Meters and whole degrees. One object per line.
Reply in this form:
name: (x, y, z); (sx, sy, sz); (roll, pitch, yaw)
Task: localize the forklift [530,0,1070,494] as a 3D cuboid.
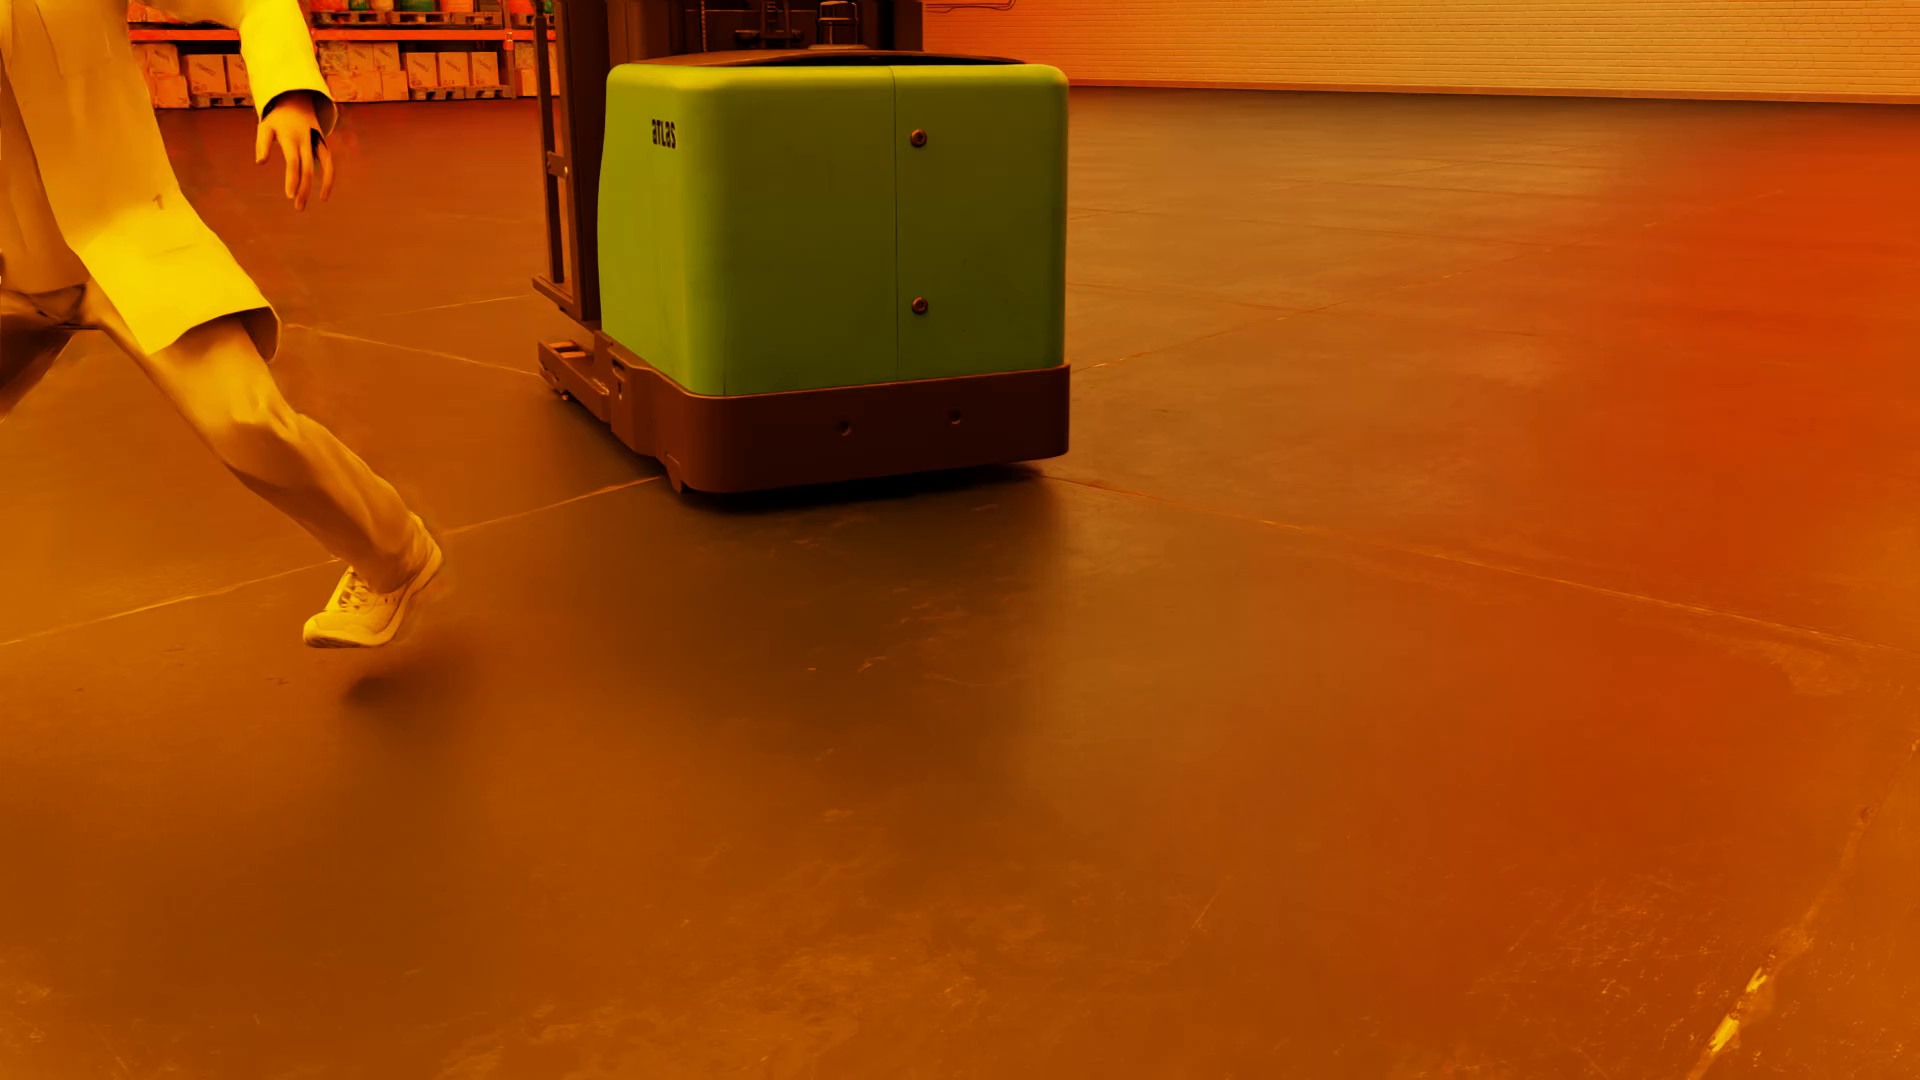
forklift: (-0.774, -1.900, 5.155); (1.130, 2.935, 3.031); (-7, 18, -23)

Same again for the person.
person: (-1.599, -0.445, 2.791); (1.218, 1.701, 0.592); (-1, 17, -5)
